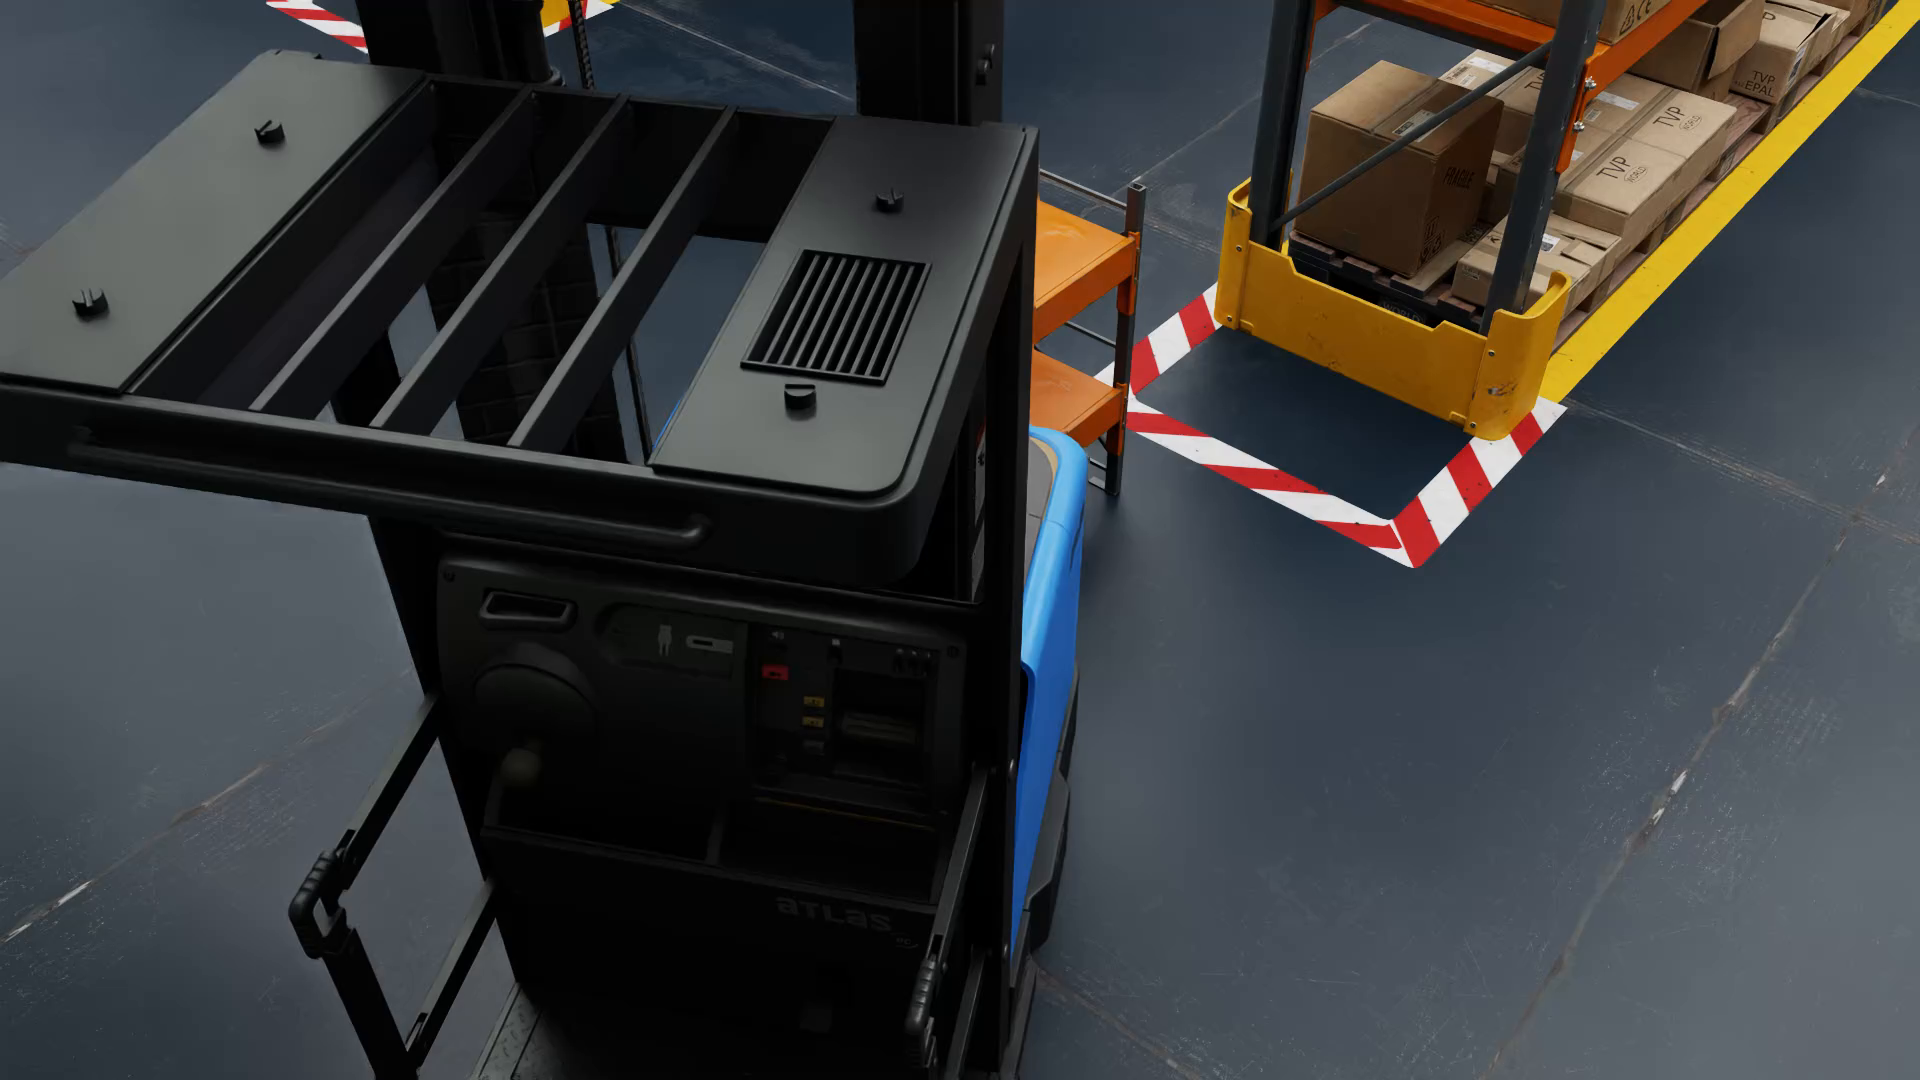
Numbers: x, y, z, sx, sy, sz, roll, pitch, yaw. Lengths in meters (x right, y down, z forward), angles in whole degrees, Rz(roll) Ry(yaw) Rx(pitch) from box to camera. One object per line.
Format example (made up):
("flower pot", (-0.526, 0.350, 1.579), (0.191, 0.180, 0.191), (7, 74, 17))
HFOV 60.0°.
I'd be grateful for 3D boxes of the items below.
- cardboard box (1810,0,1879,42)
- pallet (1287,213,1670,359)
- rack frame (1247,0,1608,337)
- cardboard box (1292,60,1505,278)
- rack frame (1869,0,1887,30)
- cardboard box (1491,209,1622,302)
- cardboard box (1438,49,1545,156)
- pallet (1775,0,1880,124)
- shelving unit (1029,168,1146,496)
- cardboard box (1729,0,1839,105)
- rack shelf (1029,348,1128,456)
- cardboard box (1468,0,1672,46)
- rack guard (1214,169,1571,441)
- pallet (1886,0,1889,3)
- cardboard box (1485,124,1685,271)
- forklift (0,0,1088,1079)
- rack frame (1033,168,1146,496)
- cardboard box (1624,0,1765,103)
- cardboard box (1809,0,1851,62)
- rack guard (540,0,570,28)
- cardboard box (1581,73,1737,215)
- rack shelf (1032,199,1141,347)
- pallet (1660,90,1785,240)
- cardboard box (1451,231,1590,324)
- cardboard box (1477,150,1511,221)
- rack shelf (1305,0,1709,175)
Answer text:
("cardboard box", (3.846, -2.610, 7.422), (0.500, 0.500, 0.500), (29, 50, 28))
("pallet", (1.983, -1.147, 6.355), (1.003, 0.211, 1.213), (29, 50, 28))
("rack frame", (1.422, -1.729, 4.921), (1.000, 3.000, 0.127), (29, 50, 28))
("cardboard box", (1.583, -1.353, 6.039), (0.500, 0.500, 0.500), (29, 50, 28))
("rack frame", (3.996, -3.788, 7.187), (1.000, 3.000, 0.127), (29, 50, 28))
("cardboard box", (2.115, -1.039, 5.942), (0.380, 0.166, 0.250), (29, 50, 28))
("cardboard box", (2.217, -1.737, 6.647), (0.500, 0.250, 0.500), (29, 50, 28))
("pallet", (3.553, -2.403, 7.736), (1.003, 0.211, 1.213), (29, 50, 28))
("shelving unit", (-0.004, -0.413, 4.868), (0.538, 1.125, 1.048), (29, 50, 28))
("cardboard box", (3.364, -2.154, 7.061), (0.500, 0.311, 0.500), (29, 50, 28))
("rack shelf", (-0.004, -0.232, 5.032), (0.538, 0.278, 1.000), (29, 50, 28))
("cardboard box", (1.909, -1.880, 5.013), (0.500, 0.500, 0.500), (31, 50, 29))
("rack guard", (1.471, -0.843, 5.805), (1.175, 0.500, 0.348), (29, 50, 28))
("pallet", (4.491, -3.192, 8.603), (1.003, 0.211, 1.213), (29, 50, 28))
("cardboard box", (2.311, -1.289, 6.154), (0.500, 0.250, 0.500), (29, 50, 28))
("forklift", (-0.490, 0.356, 2.680), (1.130, 2.935, 3.031), (8, 43, 9))
("rack frame", (0.323, -0.674, 5.156), (0.500, 1.125, 0.032), (29, 50, 28))
("cardboard box", (2.791, -2.058, 6.812), (0.797, 0.503, 0.637), (29, 50, 28))
("cardboard box", (3.651, -2.261, 7.299), (0.380, 0.149, 0.250), (29, 50, 28))
("rack guard", (-2.373, -2.932, 8.103), (1.175, 0.500, 0.348), (29, 50, 28))
("cardboard box", (2.632, -1.546, 6.437), (0.500, 0.250, 0.500), (29, 50, 28))
("rack shelf", (-0.004, -0.629, 4.671), (0.538, 0.278, 1.000), (29, 50, 28))
("pallet", (2.768, -1.772, 7.042), (1.003, 0.211, 1.213), (29, 50, 28))
("cardboard box", (1.954, -0.903, 5.806), (0.380, 0.149, 0.250), (29, 50, 28))
("cardboard box", (1.913, -1.399, 6.338), (0.380, 0.166, 0.250), (29, 50, 28))
("rack shelf", (2.709, -2.492, 6.296), (1.077, 0.370, 4.000), (29, 50, 28))
